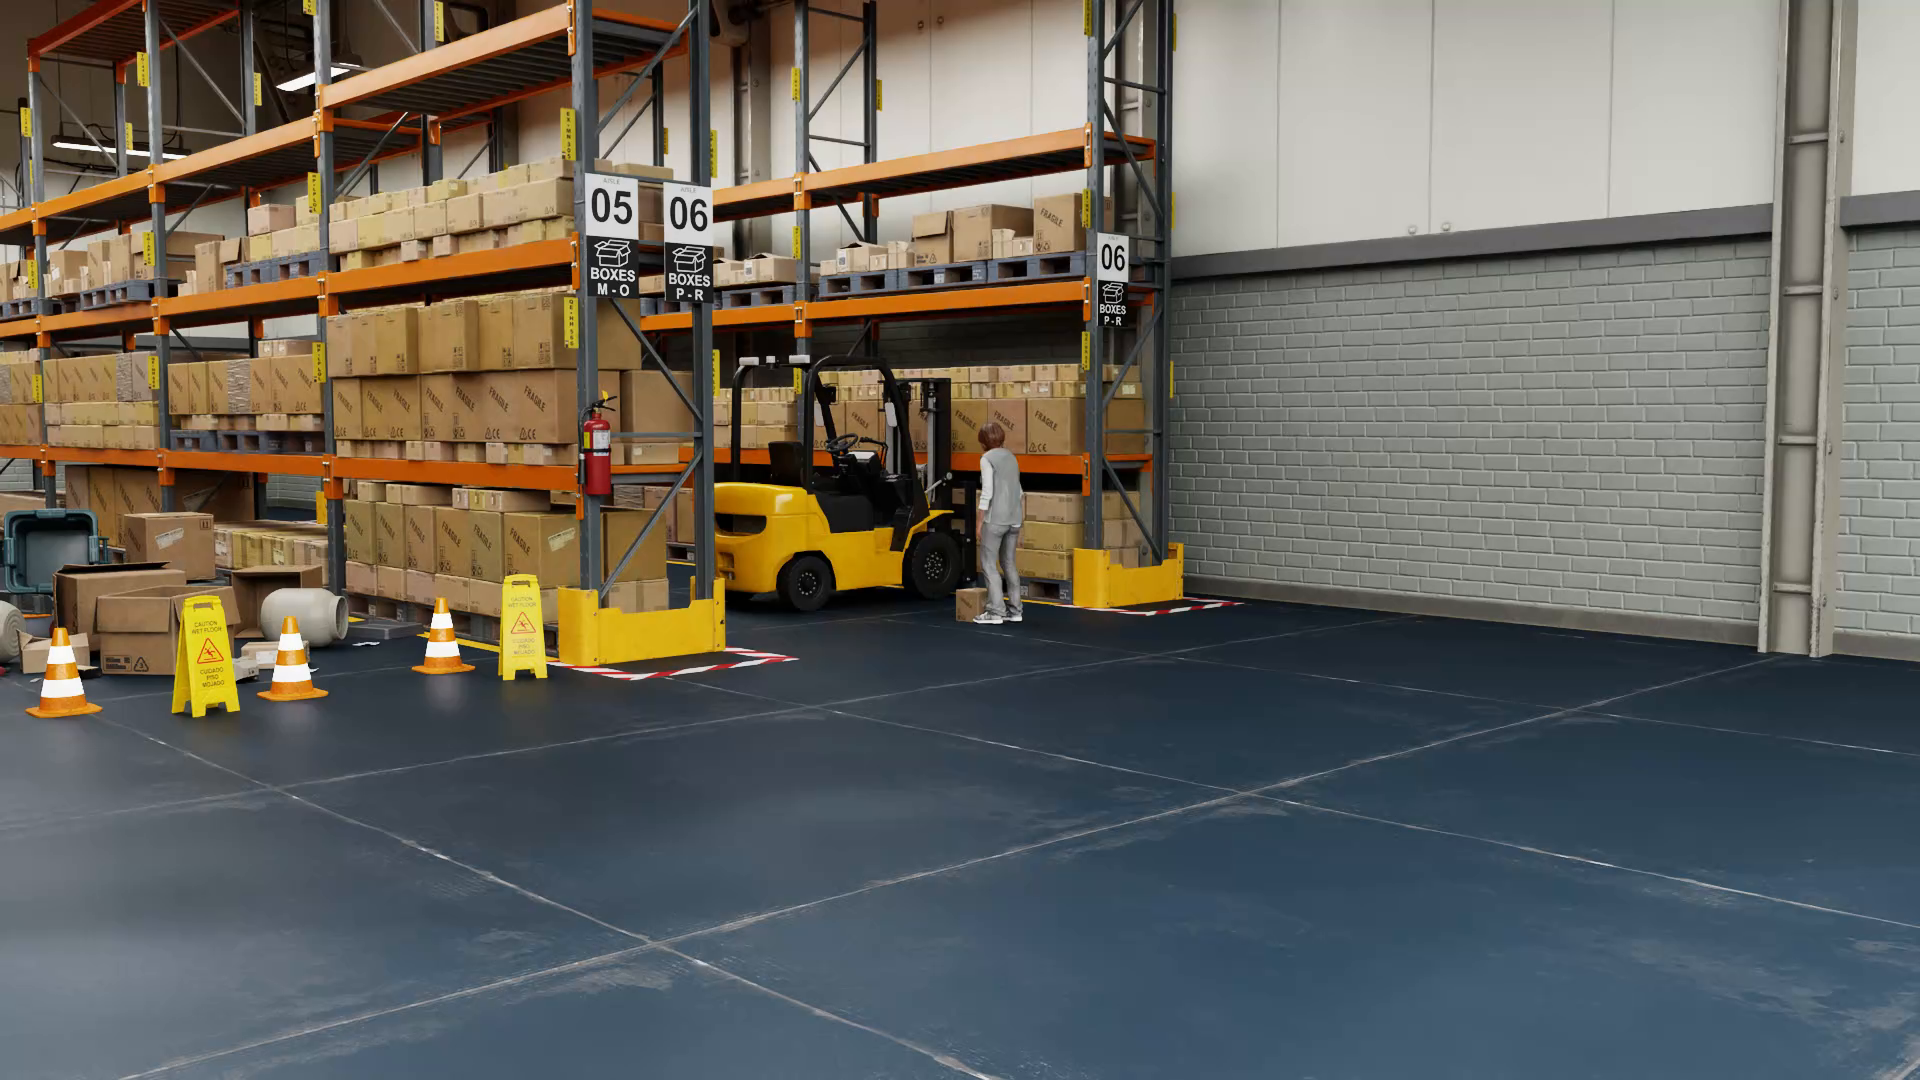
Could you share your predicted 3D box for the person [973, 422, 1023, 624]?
[{"bbox_3d":[0.310,-0.134,13.136,0.346,1.592,0.484,4,6,43],"label":"person"}]
